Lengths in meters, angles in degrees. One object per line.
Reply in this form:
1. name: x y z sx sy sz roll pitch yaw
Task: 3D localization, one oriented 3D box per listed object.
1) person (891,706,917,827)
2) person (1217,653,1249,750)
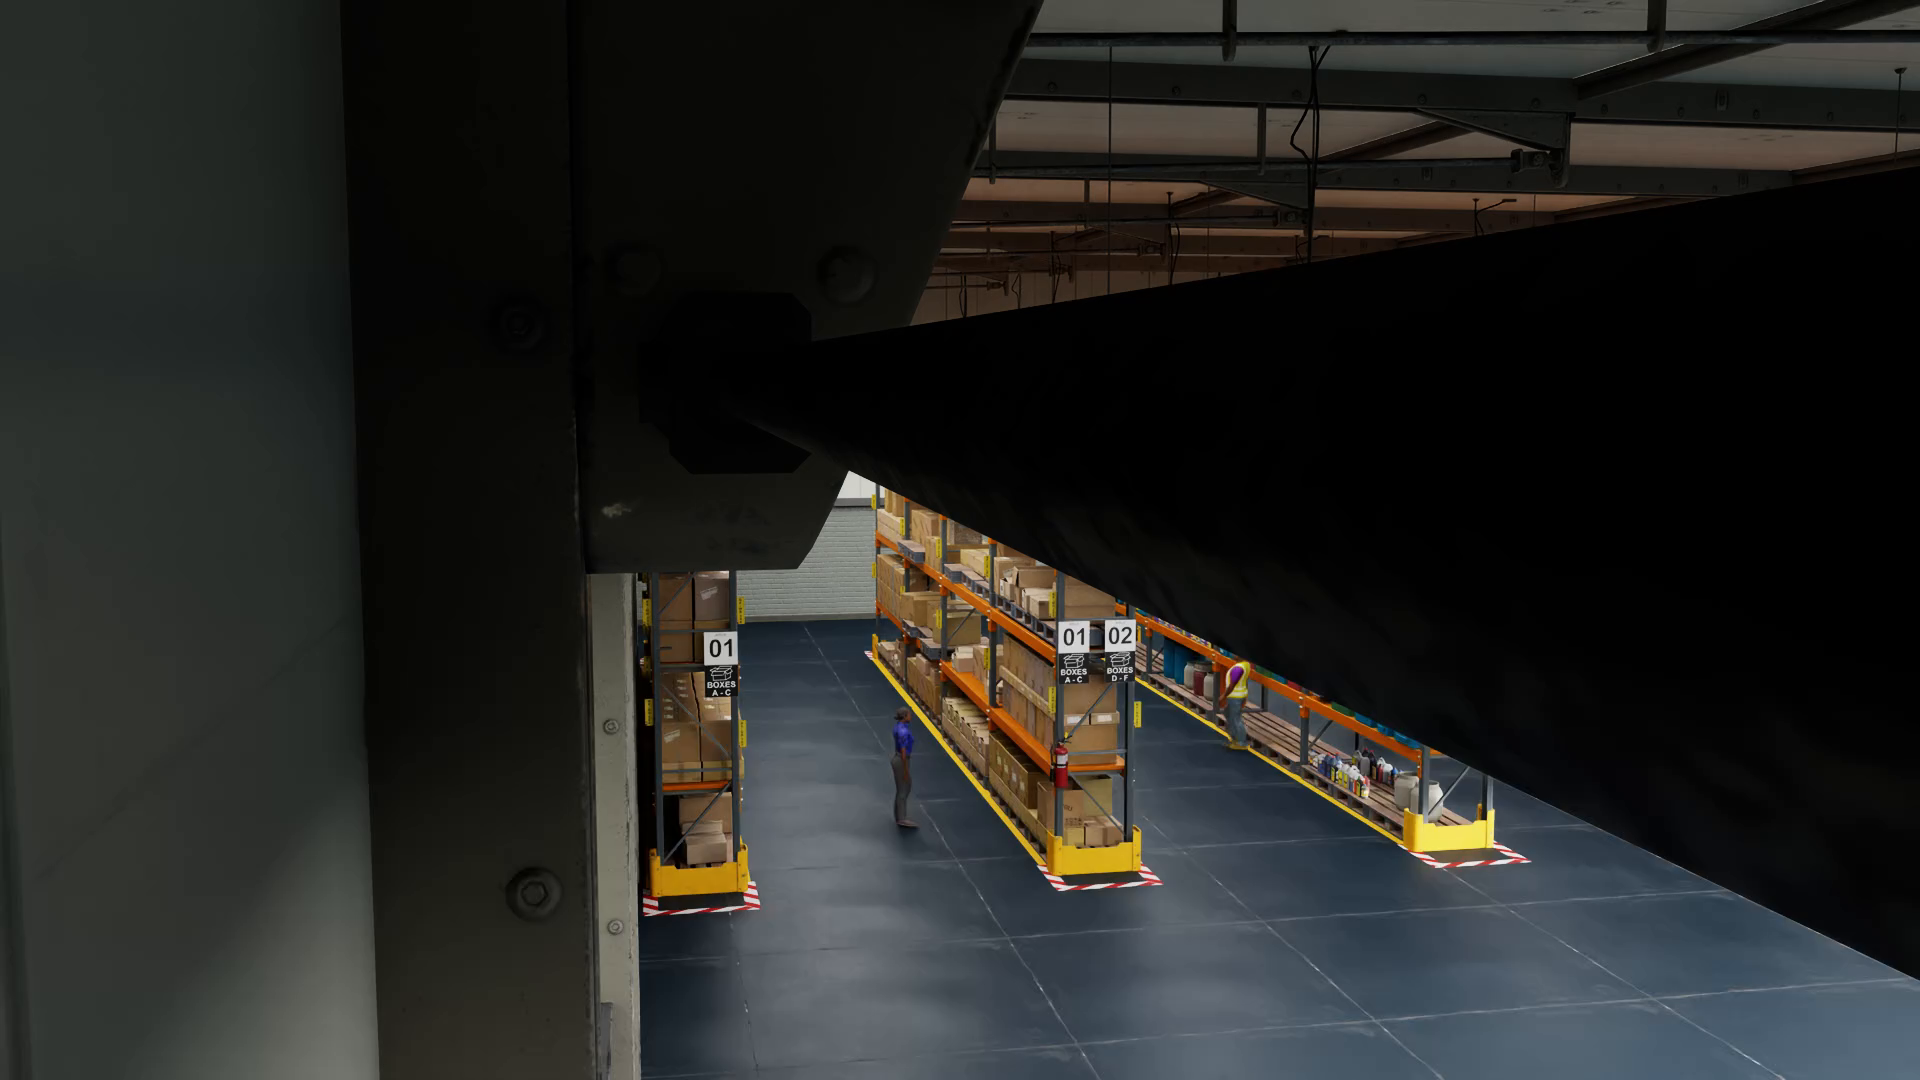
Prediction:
1. person: -0.791 3.177 23.159 0.334 1.740 0.524 -1 6 -9
2. person: 4.571 2.636 27.648 0.508 1.816 0.595 3 7 29
